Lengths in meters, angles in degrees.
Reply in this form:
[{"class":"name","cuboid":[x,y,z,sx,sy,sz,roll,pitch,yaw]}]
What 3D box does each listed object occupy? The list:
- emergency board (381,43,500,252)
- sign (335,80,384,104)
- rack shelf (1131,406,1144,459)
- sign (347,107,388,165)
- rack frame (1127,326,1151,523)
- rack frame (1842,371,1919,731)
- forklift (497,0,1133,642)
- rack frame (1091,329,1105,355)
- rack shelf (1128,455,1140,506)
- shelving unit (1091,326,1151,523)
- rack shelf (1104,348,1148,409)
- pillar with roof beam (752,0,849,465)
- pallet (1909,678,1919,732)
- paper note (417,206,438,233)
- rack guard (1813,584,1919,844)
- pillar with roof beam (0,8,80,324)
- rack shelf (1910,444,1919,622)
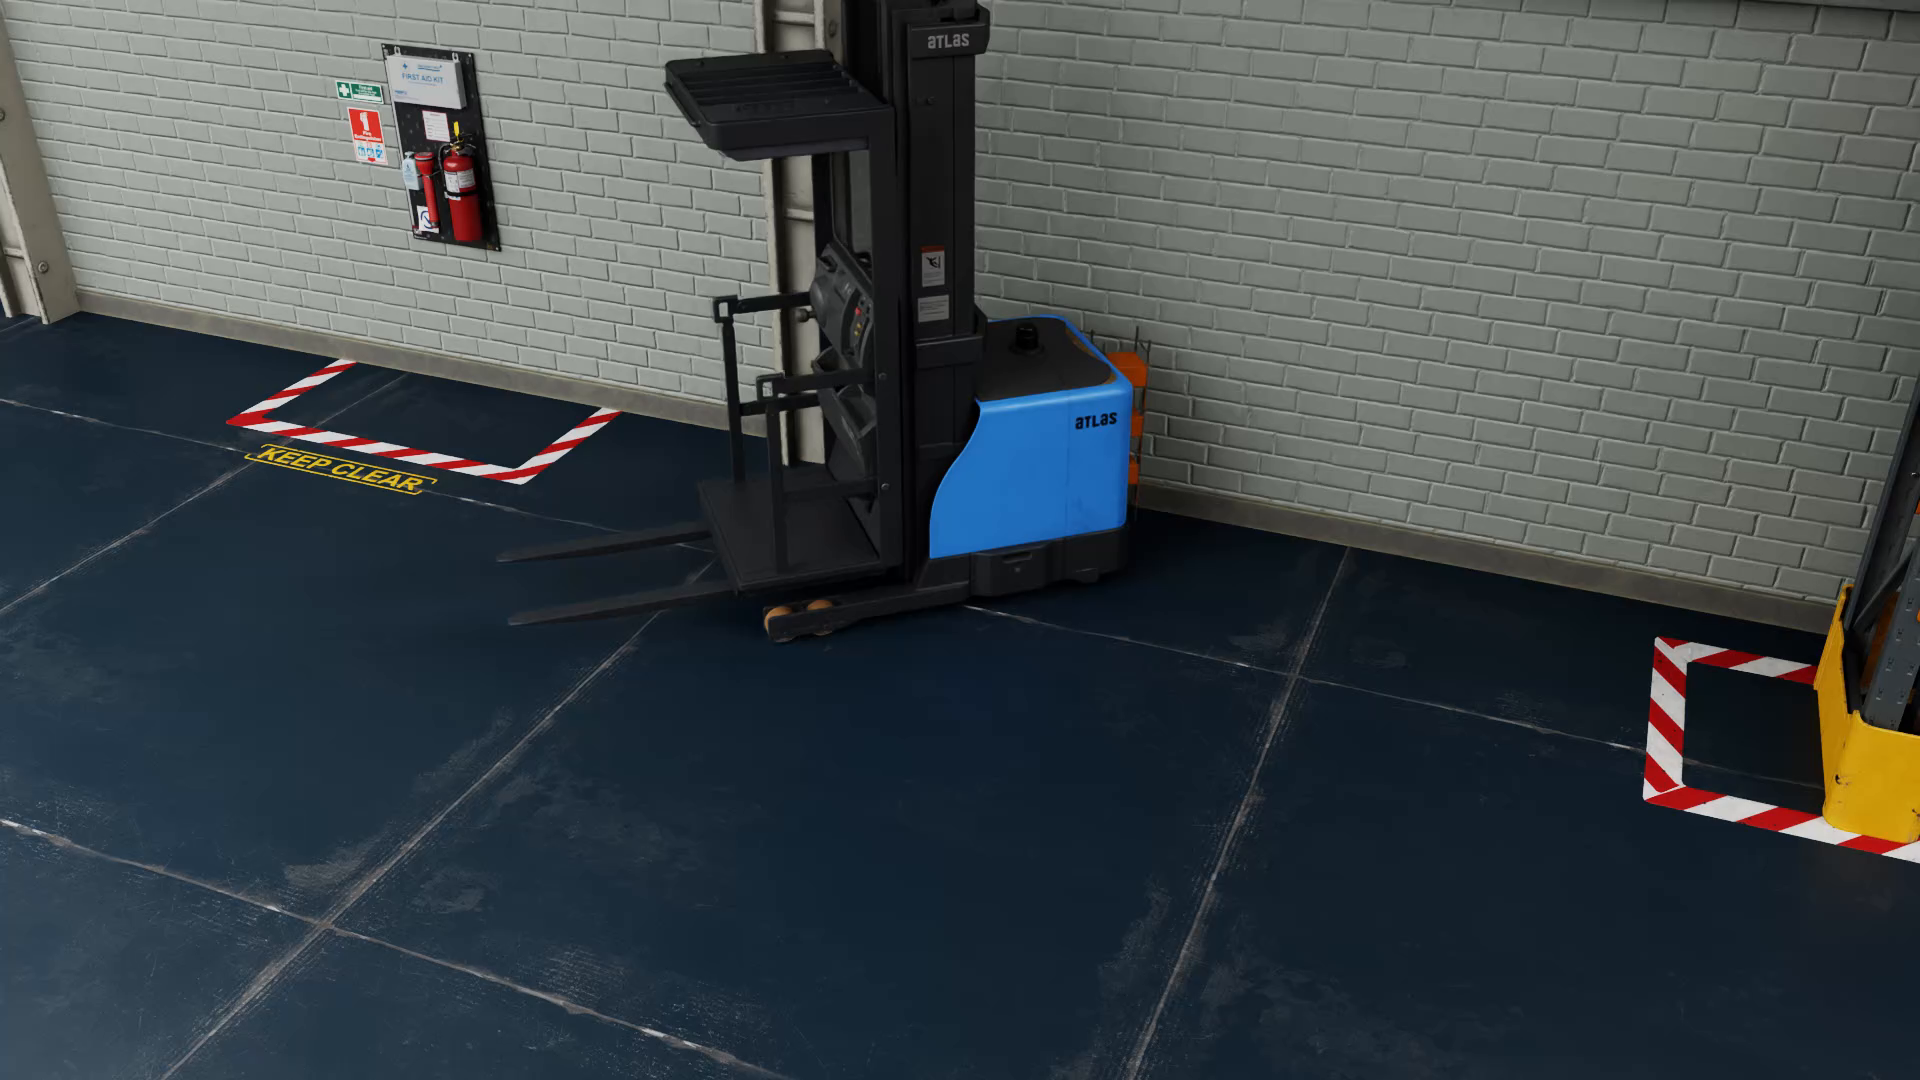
[{"class":"emergency board","cuboid":[-3.067,-2.249,9.681,0.643,1.169,0.194,11,31,19]},{"class":"sign","cuboid":[-3.539,-2.640,9.797,0.331,0.109,0.001,11,31,19]},{"class":"rack shelf","cuboid":[0.807,-0.575,8.715,0.240,0.259,0.215,-6,30,-13]},{"class":"sign","cuboid":[-3.540,-2.414,9.936,0.234,0.329,0.001,11,31,19]},{"class":"rack frame","cuboid":[0.925,-0.597,8.737,0.008,1.050,0.200,-6,30,-13]},{"class":"rack frame","cuboid":[3.795,-0.400,6.409,0.127,3.000,1.000,11,31,19]},{"class":"forklift","cuboid":[-0.733,-1.083,7.688,3.031,2.935,1.130,-9,31,-16]},{"class":"rack frame","cuboid":[0.689,-0.572,8.682,0.008,1.050,0.200,-6,30,-13]},{"class":"rack shelf","cuboid":[0.800,-0.332,8.849,0.240,0.259,0.215,-6,30,-13]},{"class":"shelving unit","cuboid":[0.807,-0.584,8.710,0.252,1.050,0.215,-6,30,-13]},{"class":"rack shelf","cuboid":[0.813,-0.824,8.578,0.240,0.259,0.215,-6,30,-13]},{"class":"pillar with roof beam","cuboid":[-2.410,-2.423,3.892,0.400,9.000,9.100,11,31,19]},{"class":"pallet","cuboid":[4.605,0.995,6.776,1.213,0.211,1.003,11,31,19]},{"class":"paper note","cuboid":[-3.205,-1.930,10.011,0.142,0.148,0.016,11,31,19]},{"class":"rack guard","cuboid":[3.865,0.703,6.999,0.348,0.500,1.175,11,31,19]},{"class":"pillar with roof beam","cuboid":[-7.969,-3.533,5.856,0.400,9.000,9.100,11,31,19]},{"class":"rack shelf","cuboid":[5.648,0.283,5.931,4.000,0.370,1.077,11,31,19]}]
